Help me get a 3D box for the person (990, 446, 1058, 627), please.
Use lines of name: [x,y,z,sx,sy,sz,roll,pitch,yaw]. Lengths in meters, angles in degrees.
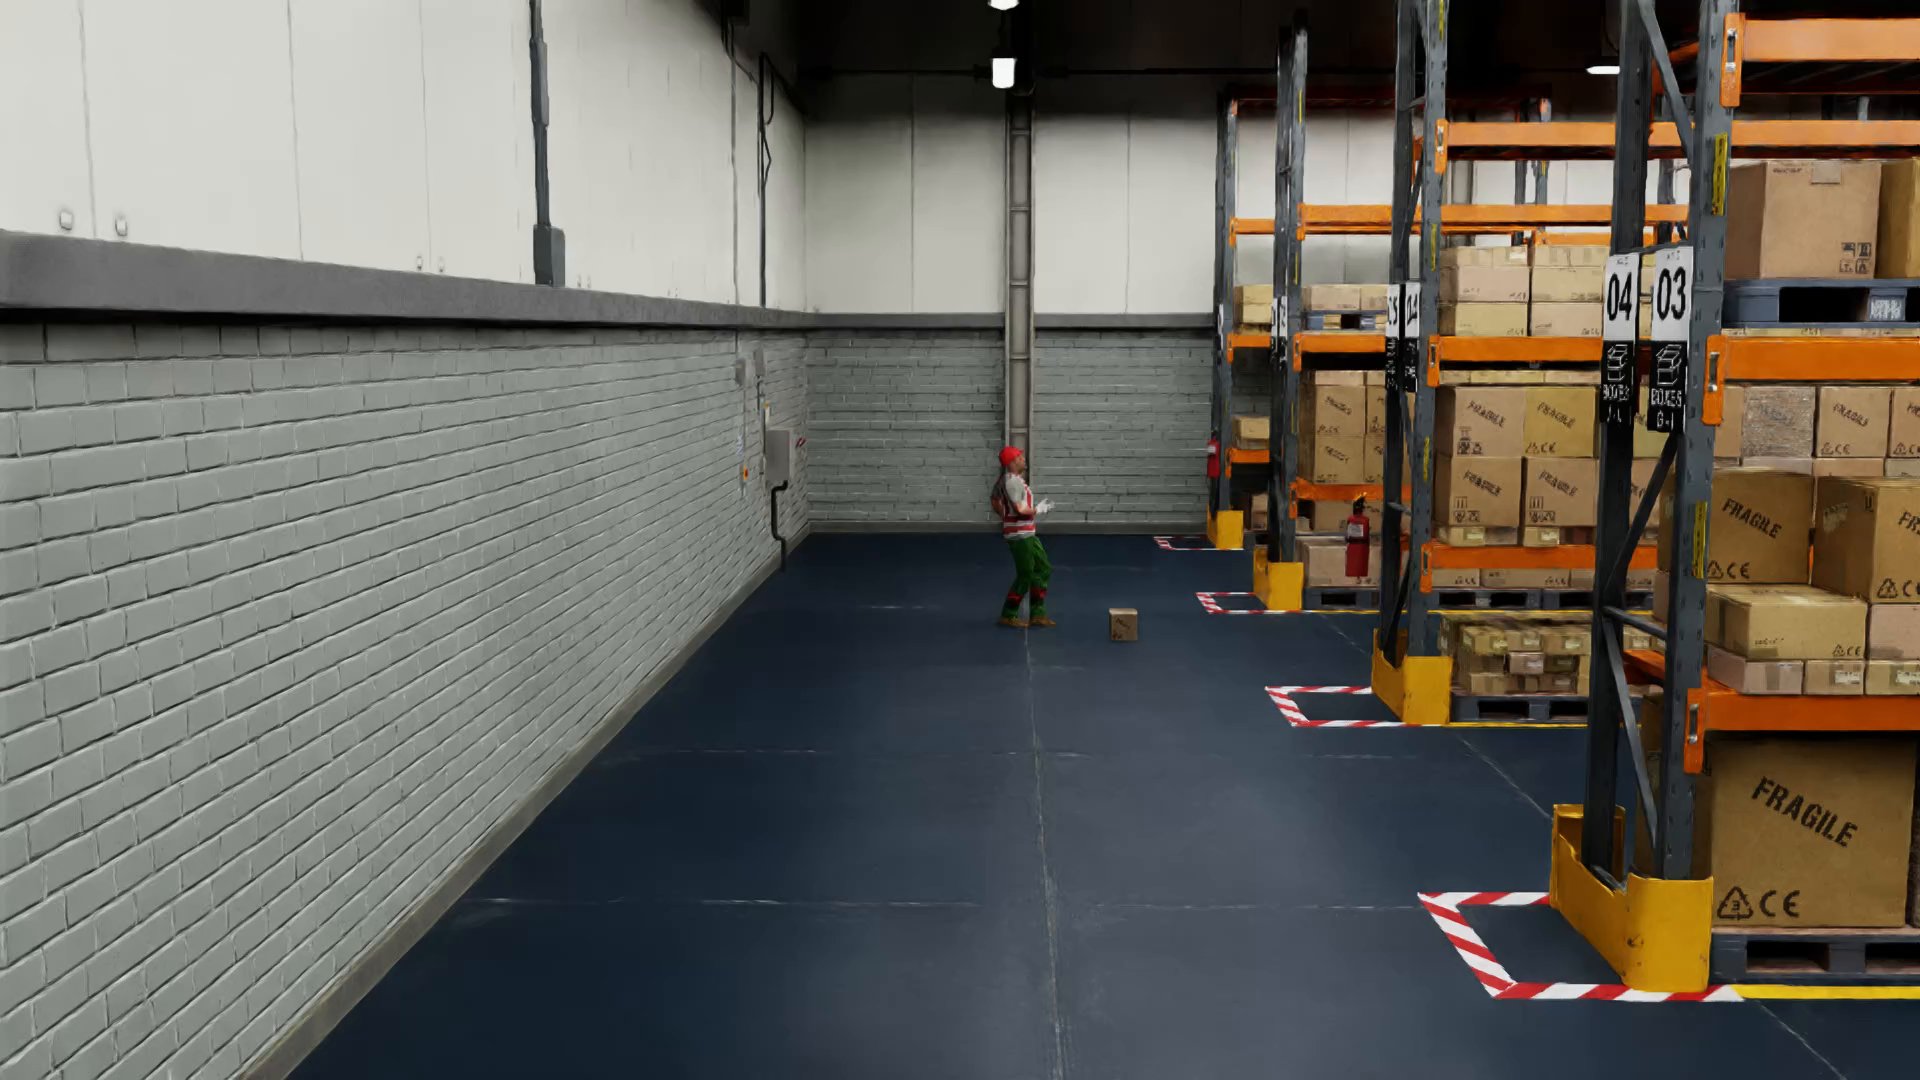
person: [0.607,-0.019,16.040,0.681,1.777,0.632,1,7,6]
